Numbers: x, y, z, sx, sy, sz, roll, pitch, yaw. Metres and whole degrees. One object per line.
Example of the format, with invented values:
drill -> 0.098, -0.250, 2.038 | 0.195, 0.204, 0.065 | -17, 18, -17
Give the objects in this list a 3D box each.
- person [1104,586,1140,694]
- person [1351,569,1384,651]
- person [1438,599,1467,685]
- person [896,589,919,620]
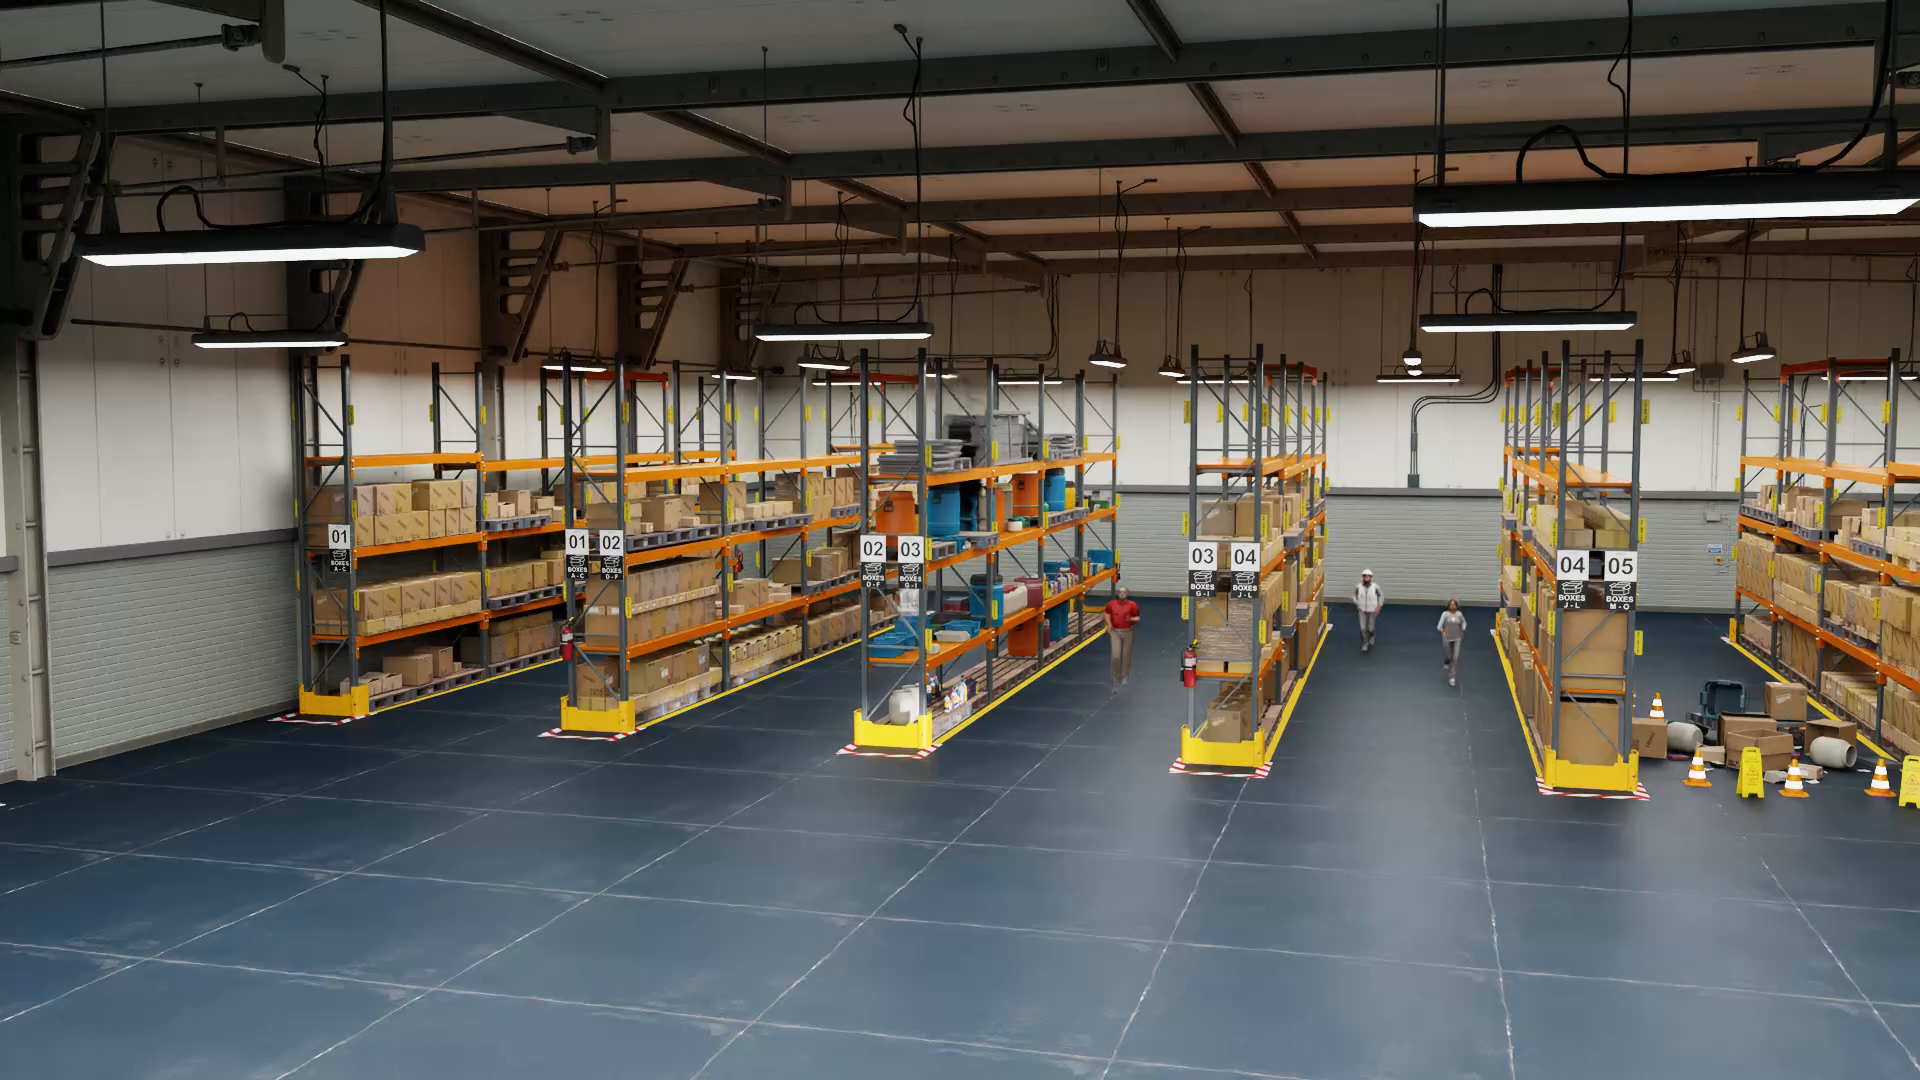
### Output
person -> 2.802, 1.733, 28.805 | 0.637, 1.856, 0.693 | 0, 4, 6
person -> 8.679, 1.488, 35.428 | 0.684, 1.730, 0.612 | 1, 4, 17
person -> 9.222, 1.888, 31.164 | 0.539, 1.583, 0.756 | 1, 4, 9
person -> -1.071, 1.511, 35.125 | 0.687, 1.726, 0.612 | 1, 4, 14
